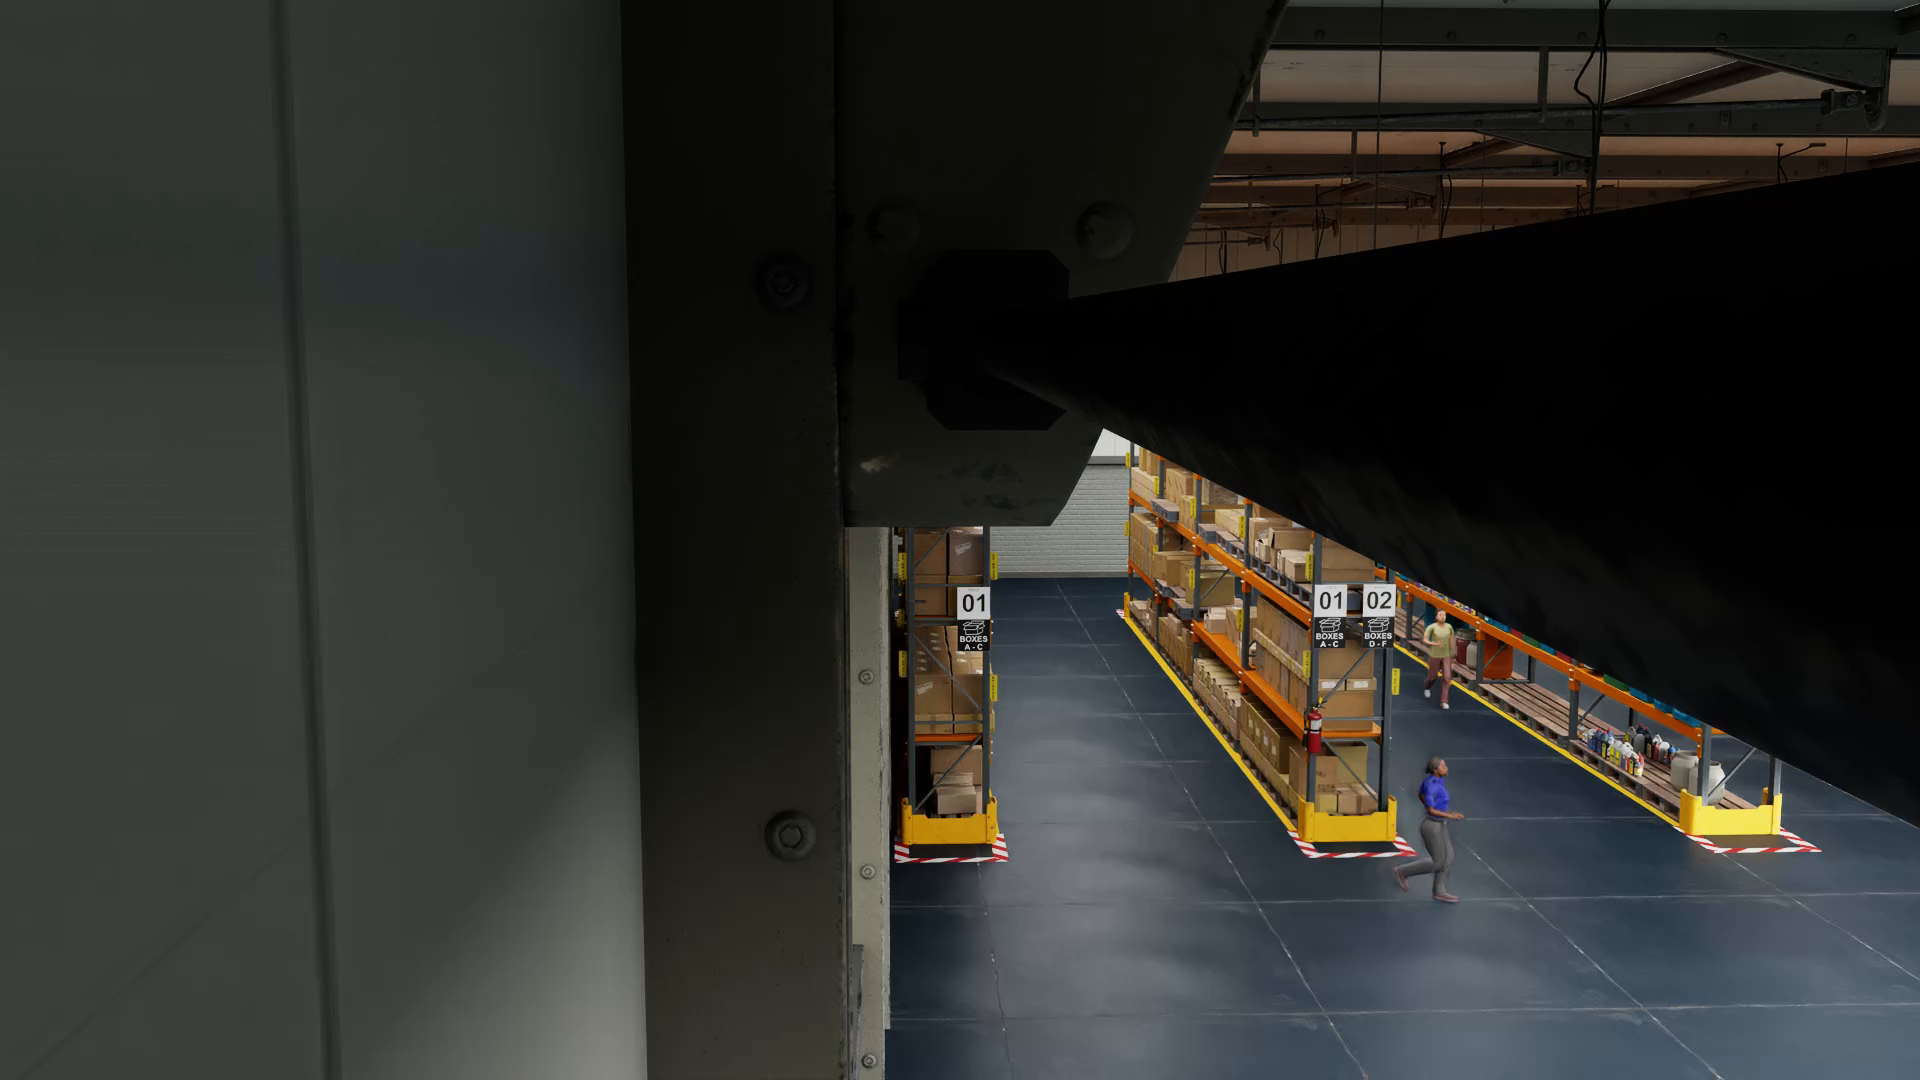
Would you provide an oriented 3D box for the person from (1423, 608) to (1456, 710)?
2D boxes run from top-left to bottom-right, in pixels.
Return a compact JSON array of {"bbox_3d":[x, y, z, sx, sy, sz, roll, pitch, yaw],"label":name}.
[{"bbox_3d":[8.017,1.953,27.797,0.588,1.643,0.898,0,7,-3],"label":"person"}]

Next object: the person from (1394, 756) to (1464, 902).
[{"bbox_3d":[5.204,3.180,18.388,0.706,1.619,0.576,2,8,17],"label":"person"}]
